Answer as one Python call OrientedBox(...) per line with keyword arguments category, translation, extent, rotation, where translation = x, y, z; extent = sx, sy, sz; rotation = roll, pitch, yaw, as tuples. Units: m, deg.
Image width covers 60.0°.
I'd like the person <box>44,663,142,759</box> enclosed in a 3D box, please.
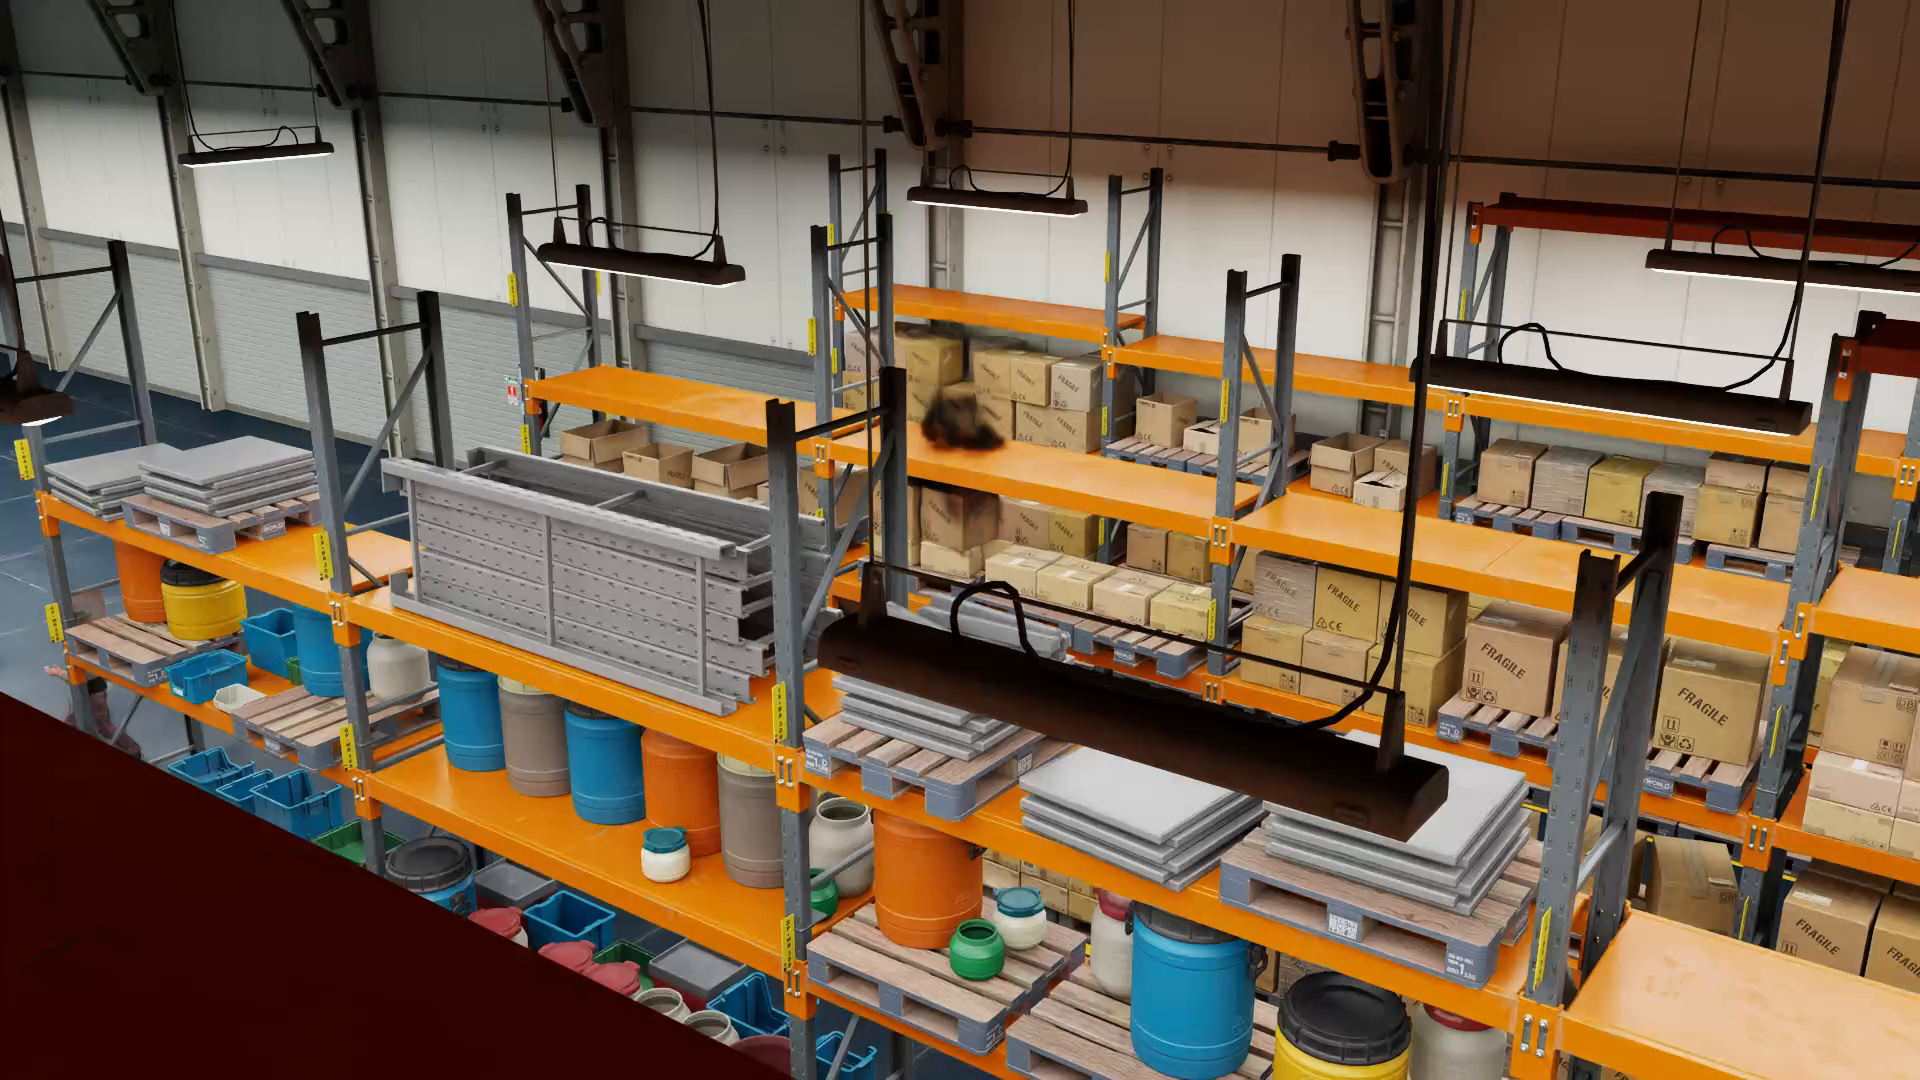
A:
OrientedBox(category="person", translation=(-9.150, 1.642, 17.514), extent=(0.764, 1.780, 0.630), rotation=(-10, 21, -26))
